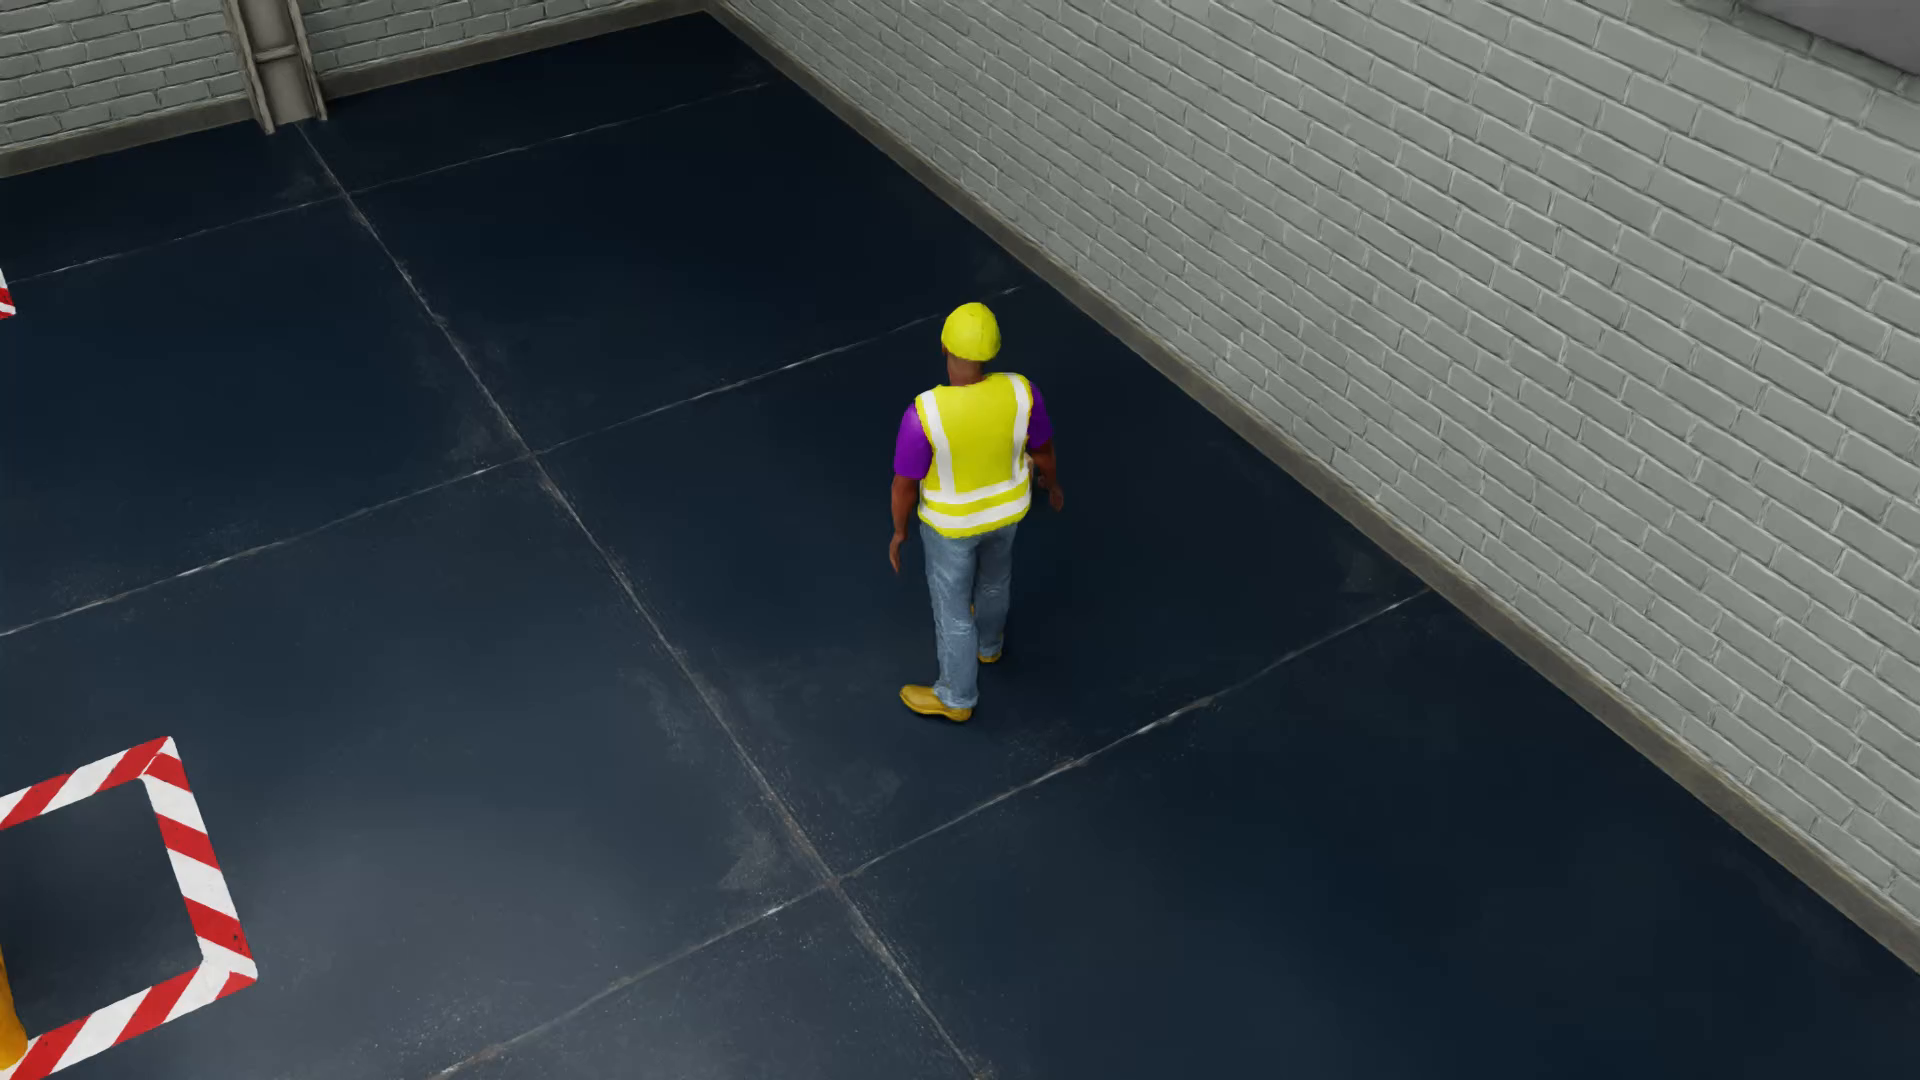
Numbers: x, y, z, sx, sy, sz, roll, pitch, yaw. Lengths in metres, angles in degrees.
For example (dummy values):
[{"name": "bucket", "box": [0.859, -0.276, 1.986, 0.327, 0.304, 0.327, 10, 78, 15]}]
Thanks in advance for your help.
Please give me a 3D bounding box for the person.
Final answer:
[{"name": "person", "box": [0.051, -0.147, 6.290, 0.729, 1.768, 0.574, -16, 43, -17]}]
